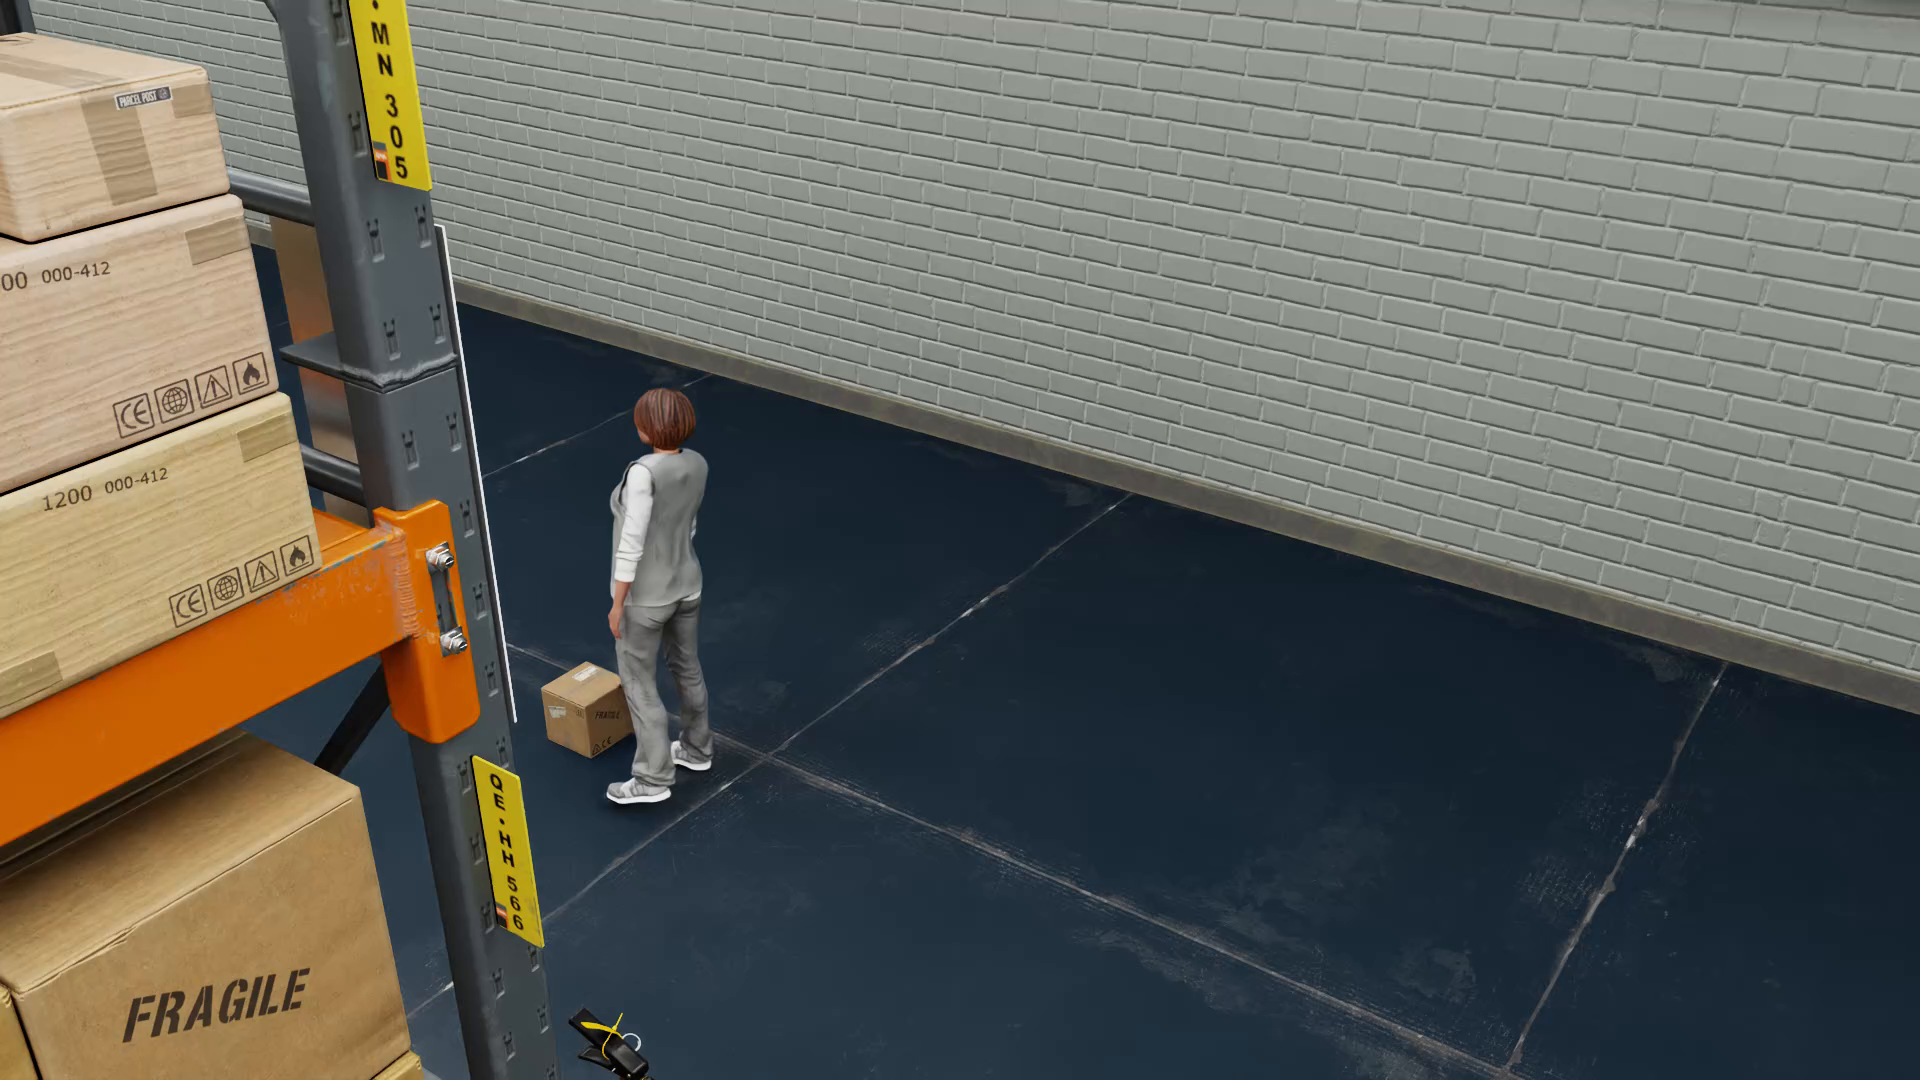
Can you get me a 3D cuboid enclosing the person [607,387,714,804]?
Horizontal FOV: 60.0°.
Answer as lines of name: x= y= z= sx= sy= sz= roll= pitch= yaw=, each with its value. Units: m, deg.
person: x=-1.137 y=0.218 z=6.185 sx=0.332 sy=1.598 sz=0.540 roll=18 pitch=33 yaw=31
